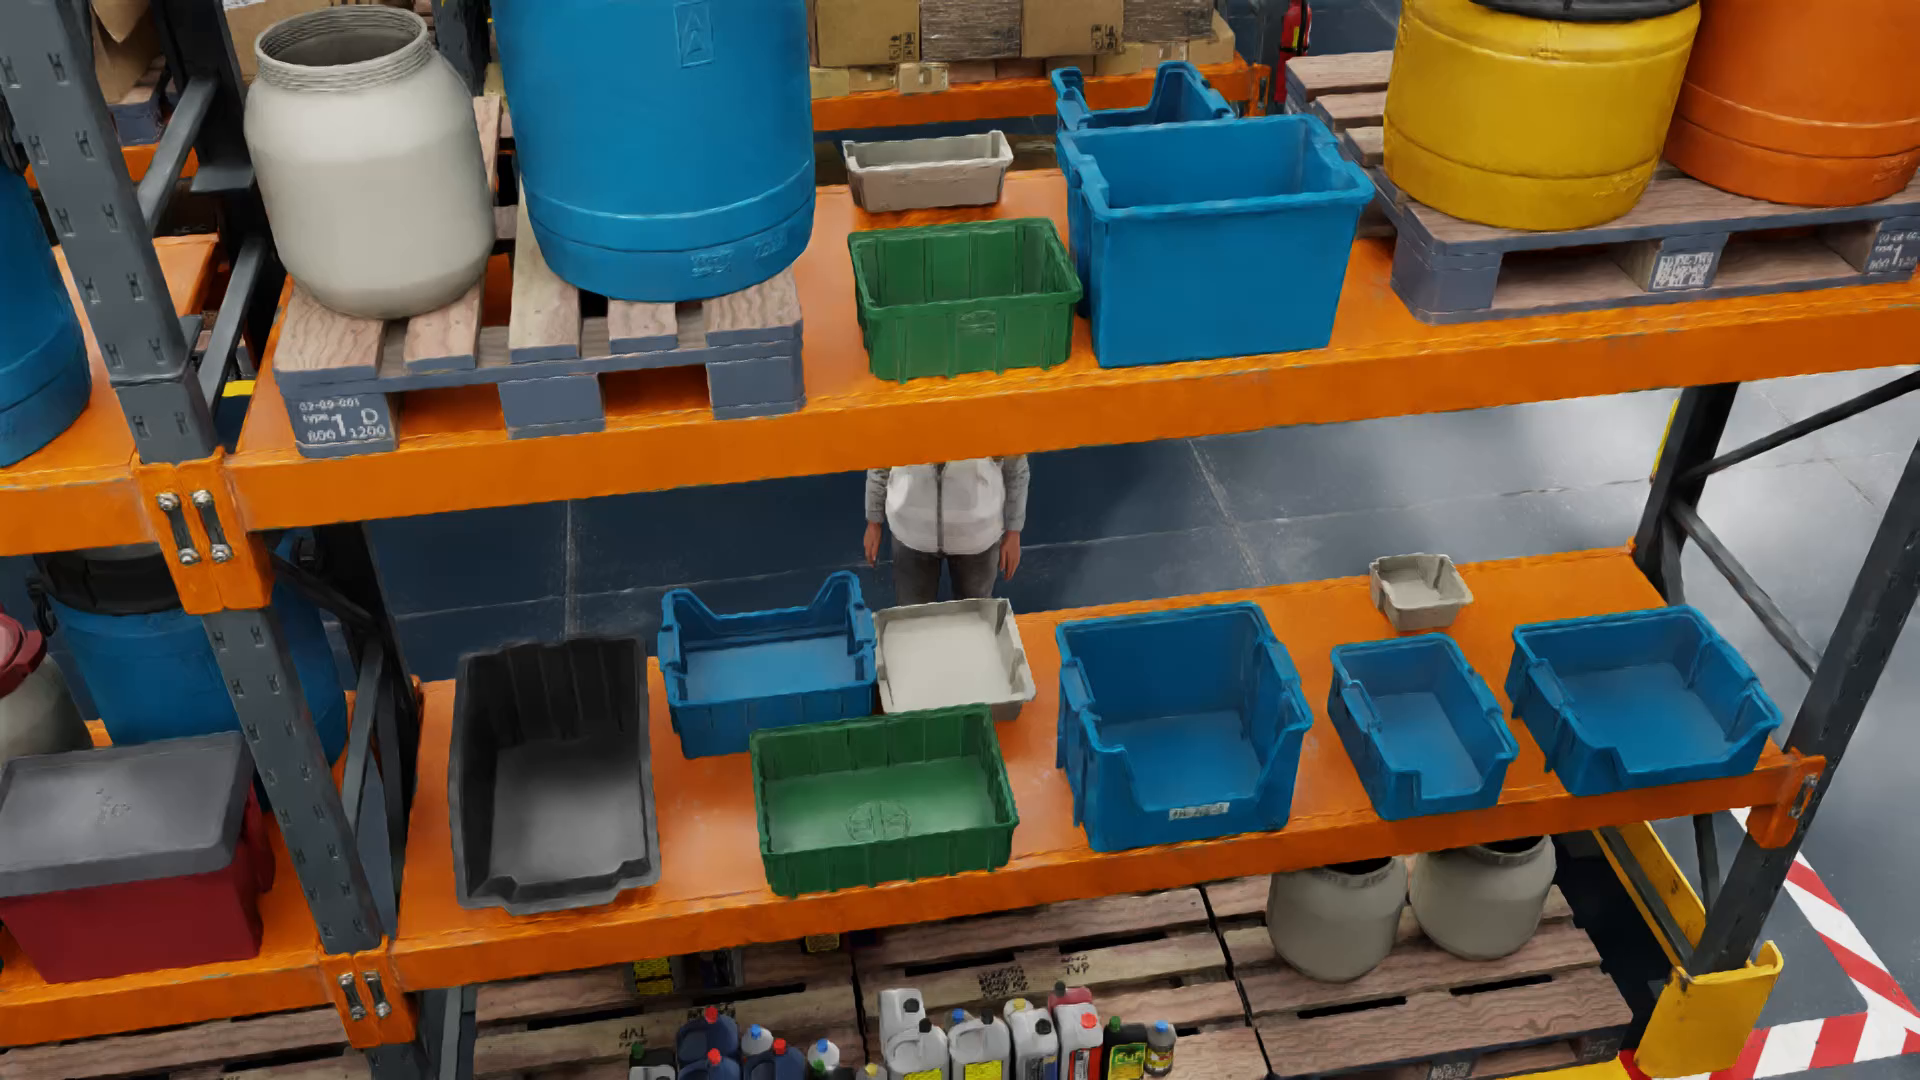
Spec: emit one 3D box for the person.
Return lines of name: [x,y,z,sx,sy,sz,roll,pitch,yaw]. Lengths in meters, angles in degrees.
person: [-0.056,-0.032,6.163,0.611,1.800,0.460,4,39,5]
